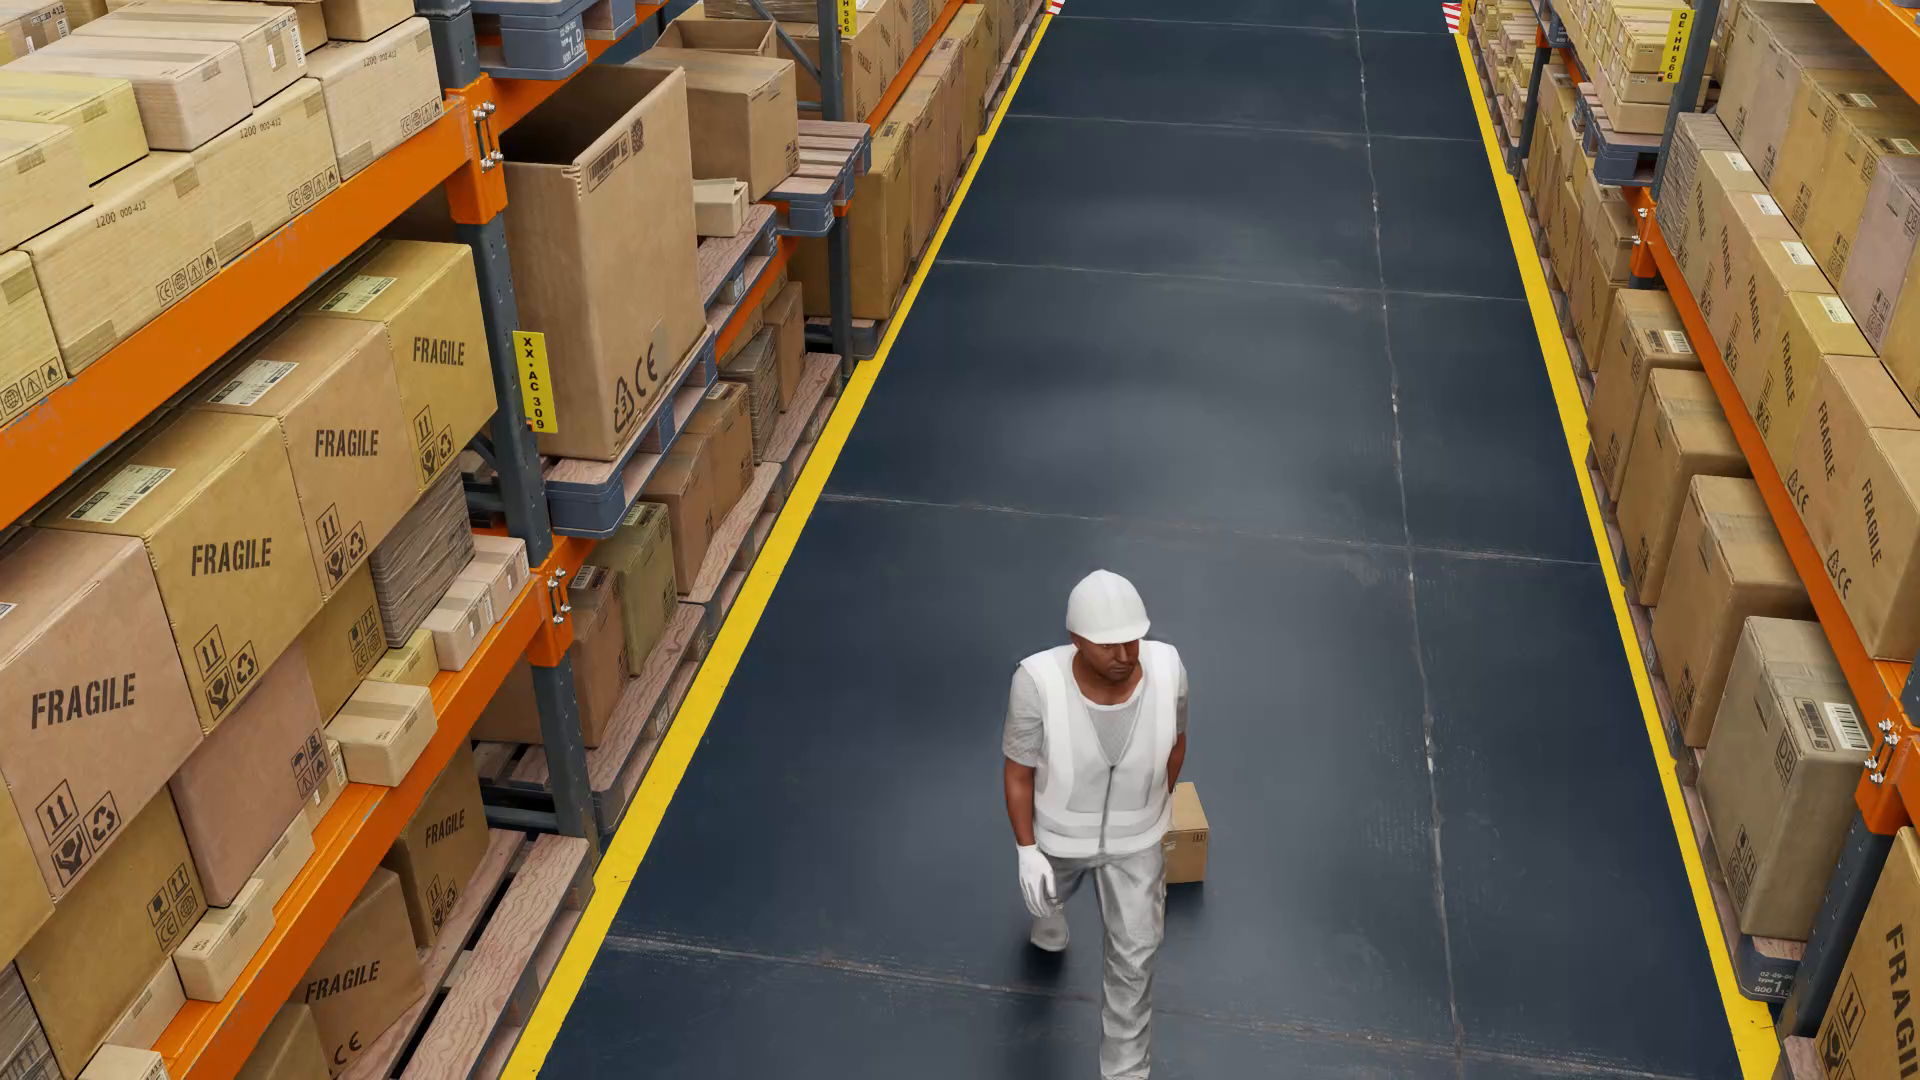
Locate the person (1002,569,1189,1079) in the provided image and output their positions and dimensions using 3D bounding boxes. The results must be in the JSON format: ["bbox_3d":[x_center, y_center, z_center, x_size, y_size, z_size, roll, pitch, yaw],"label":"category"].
[{"bbox_3d":[0.388,0.823,4.826,0.545,1.740,1.083,-2,32,-3],"label":"person"}]
